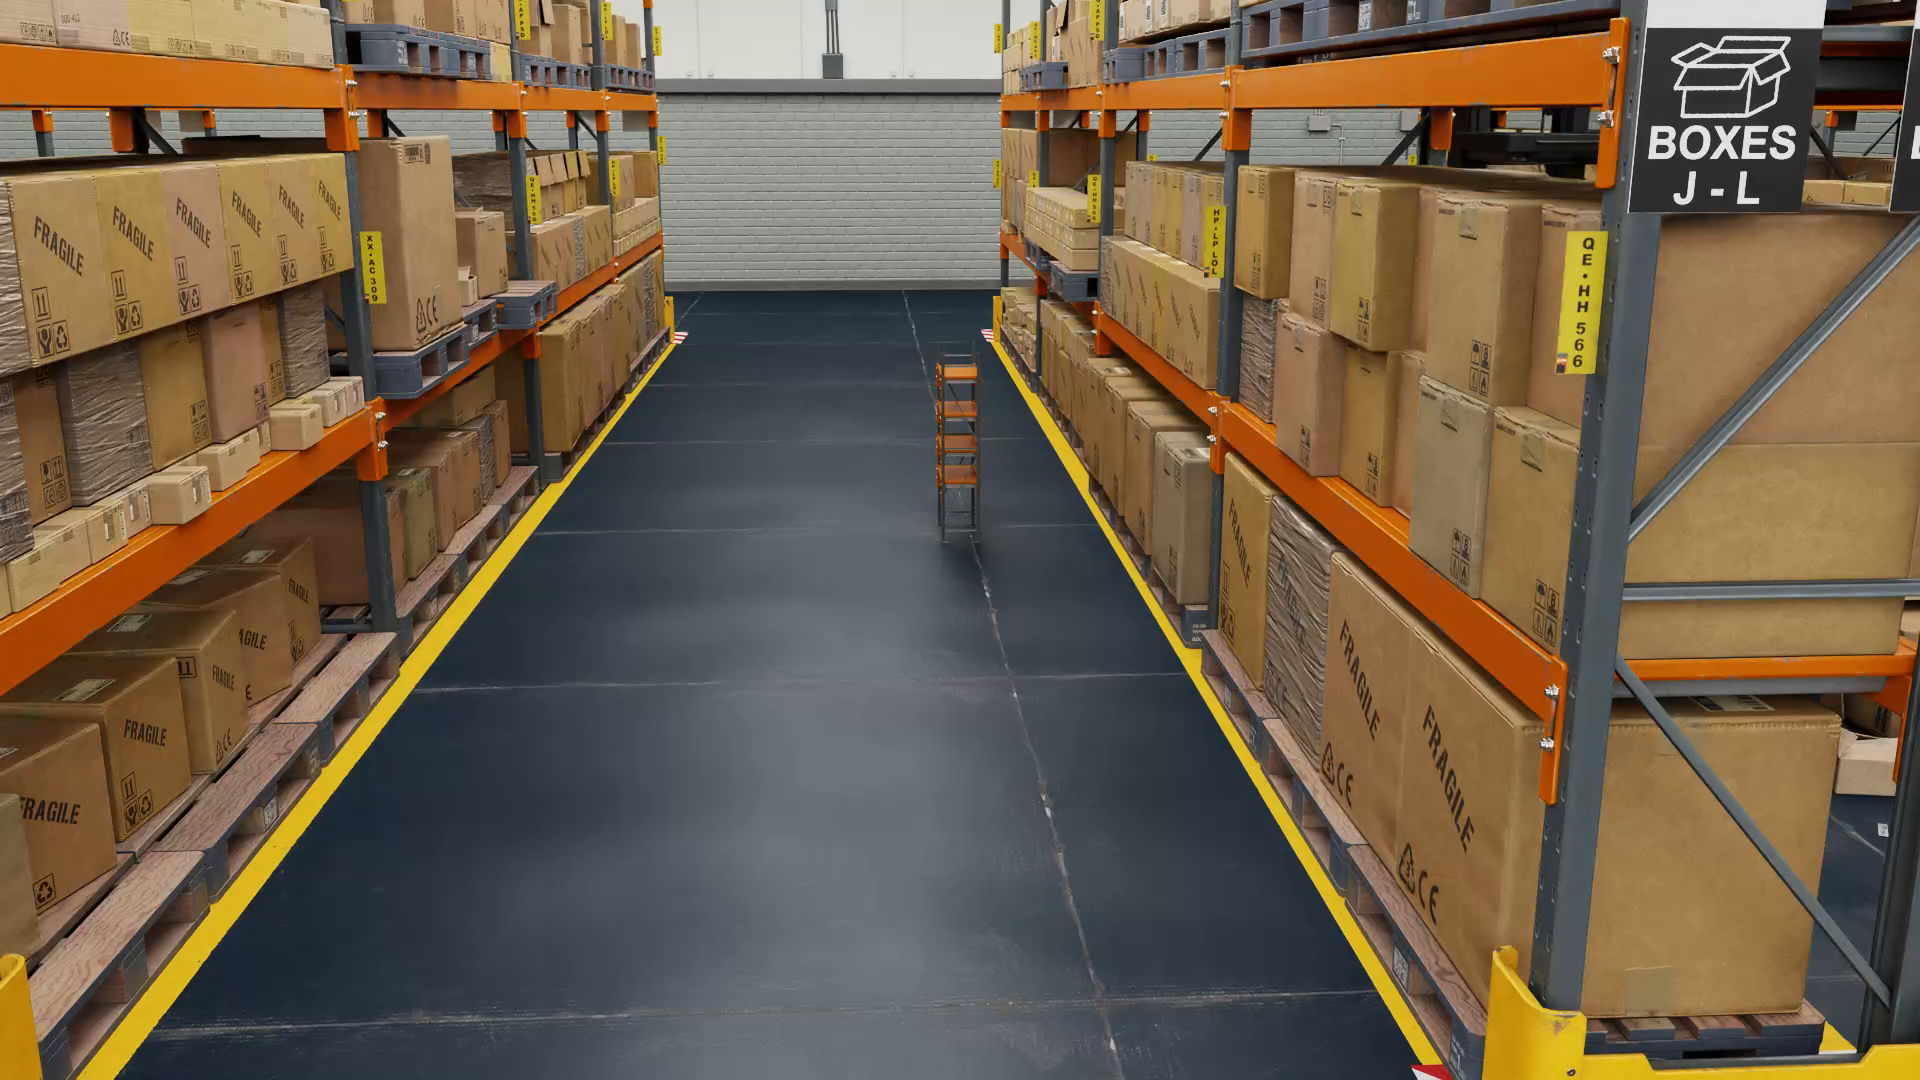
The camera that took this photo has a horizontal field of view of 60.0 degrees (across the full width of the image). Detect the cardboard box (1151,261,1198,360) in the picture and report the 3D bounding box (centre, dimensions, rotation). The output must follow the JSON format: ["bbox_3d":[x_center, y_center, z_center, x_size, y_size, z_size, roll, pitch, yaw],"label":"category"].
[{"bbox_3d":[1.364,-1.293,9.332,0.500,0.500,0.500,-1,14,-3],"label":"cardboard box"}]

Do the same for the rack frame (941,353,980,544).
[{"bbox_3d":[0.005,-0.562,10.301,0.240,1.200,0.015,-1,14,-3],"label":"rack frame"}]

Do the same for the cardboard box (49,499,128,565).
[{"bbox_3d":[-2.805,-0.023,5.102,0.380,0.149,0.250,-1,14,-3],"label":"cardboard box"}]

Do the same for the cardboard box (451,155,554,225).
[{"bbox_3d":[-3.546,-2.690,12.746,0.797,0.503,0.637,-1,14,-2],"label":"cardboard box"}]

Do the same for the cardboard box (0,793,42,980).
[{"bbox_3d":[-3.005,1.030,4.677,0.500,0.500,0.500,2,15,7],"label":"cardboard box"}]

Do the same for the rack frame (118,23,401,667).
[{"bbox_3d":[-3.231,-0.816,7.679,1.000,3.000,0.127,-1,14,-3],"label":"rack frame"}]

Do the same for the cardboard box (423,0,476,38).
[{"bbox_3d":[-3.142,-3.189,9.677,0.500,0.500,0.500,-1,14,-2],"label":"cardboard box"}]

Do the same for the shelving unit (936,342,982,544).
[{"bbox_3d":[-0.010,-0.622,10.537,0.258,1.200,0.503,-1,14,-3],"label":"shelving unit"}]

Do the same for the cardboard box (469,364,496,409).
[{"bbox_3d":[-3.408,-1.011,11.063,0.500,0.250,0.500,0,14,-1],"label":"cardboard box"}]

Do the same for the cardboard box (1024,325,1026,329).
[{"bbox_3d":[0.880,-2.225,17.436,0.380,0.149,0.250,-2,15,-6],"label":"cardboard box"}]

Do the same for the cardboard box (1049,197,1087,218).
[{"bbox_3d":[0.912,-2.669,13.347,0.380,0.149,0.250,0,14,-1],"label":"cardboard box"}]

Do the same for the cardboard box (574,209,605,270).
[{"bbox_3d":[-3.401,-2.619,14.485,0.500,0.500,0.500,0,14,-2],"label":"cardboard box"}]

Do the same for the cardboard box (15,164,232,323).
[{"bbox_3d":[-2.839,-1.012,5.637,0.500,0.500,0.500,-1,14,-3],"label":"cardboard box"}]

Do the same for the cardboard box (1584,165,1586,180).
[{"bbox_3d":[5.904,-3.378,15.427,0.500,0.500,0.500,-1,14,-3],"label":"cardboard box"}]

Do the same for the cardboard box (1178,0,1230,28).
[{"bbox_3d":[1.429,-2.803,8.640,0.500,0.250,0.500,-1,14,-4],"label":"cardboard box"}]

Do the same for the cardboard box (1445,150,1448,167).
[{"bbox_3d":[5.701,-4.234,18.756,0.500,0.500,0.500,-1,14,-5],"label":"cardboard box"}]

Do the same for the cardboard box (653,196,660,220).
[{"bbox_3d":[-3.680,-3.756,18.808,0.500,0.250,0.500,-1,14,-4],"label":"cardboard box"}]

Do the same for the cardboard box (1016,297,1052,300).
[{"bbox_3d":[0.806,-2.567,18.167,0.380,0.149,0.250,0,14,-1],"label":"cardboard box"}]

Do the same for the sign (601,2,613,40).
[{"bbox_3d":[-3.186,-4.672,14.977,0.100,0.325,0.005,-1,14,-3],"label":"sign"}]

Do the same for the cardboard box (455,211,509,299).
[{"bbox_3d":[-3.271,-1.792,10.428,0.700,0.500,0.500,1,14,5],"label":"cardboard box"}]

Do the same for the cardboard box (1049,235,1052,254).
[{"bbox_3d":[0.914,-2.379,13.414,0.380,0.149,0.250,0,14,-2],"label":"cardboard box"}]

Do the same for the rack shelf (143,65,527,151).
[{"bbox_3d":[-3.355,-2.418,9.328,1.077,0.370,4.000,-1,14,-3],"label":"rack shelf"}]

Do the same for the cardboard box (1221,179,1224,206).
[{"bbox_3d":[1.689,-1.524,8.222,0.700,0.500,0.500,-1,14,-4],"label":"cardboard box"}]

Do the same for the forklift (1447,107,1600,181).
[{"bbox_3d":[3.874,-1.658,11.089,1.130,2.935,3.031,-2,15,-8],"label":"forklift"}]

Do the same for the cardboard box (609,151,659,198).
[{"bbox_3d":[-3.682,-4.118,18.712,0.500,0.500,0.500,-1,14,-3],"label":"cardboard box"}]

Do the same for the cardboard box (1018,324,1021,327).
[{"bbox_3d":[0.833,-2.287,18.274,0.380,0.149,0.250,-1,14,-3],"label":"cardboard box"}]

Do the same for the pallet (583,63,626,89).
[{"bbox_3d":[-3.767,-4.419,15.841,1.003,0.211,1.213,-1,14,-3],"label":"pallet"}]

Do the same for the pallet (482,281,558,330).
[{"bbox_3d":[-3.329,-1.543,10.887,1.213,0.211,1.003,-1,14,-3],"label":"pallet"}]

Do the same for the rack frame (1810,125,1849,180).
[{"bbox_3d":[6.412,-1.964,12.140,1.000,3.000,0.127,-1,14,-3],"label":"rack frame"}]

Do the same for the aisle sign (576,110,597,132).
[{"bbox_3d":[-4.279,-5.073,19.006,0.394,0.787,0.004,-1,14,-3],"label":"aisle sign"}]

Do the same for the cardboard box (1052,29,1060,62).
[{"bbox_3d":[1.075,-4.248,14.334,0.500,0.311,0.500,-1,14,-4],"label":"cardboard box"}]

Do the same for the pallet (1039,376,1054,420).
[{"bbox_3d":[1.280,-1.313,15.207,1.003,0.211,1.213,-1,14,-3],"label":"pallet"}]

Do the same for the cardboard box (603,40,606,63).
[{"bbox_3d":[-3.864,-4.886,16.234,0.700,0.500,0.500,0,14,-1],"label":"cardboard box"}]

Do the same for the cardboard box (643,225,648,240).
[{"bbox_3d":[-3.543,-3.277,17.748,0.380,0.149,0.250,-1,14,-3],"label":"cardboard box"}]

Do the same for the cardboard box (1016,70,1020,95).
[{"bbox_3d":[0.849,-4.729,17.168,0.500,0.250,0.500,-1,14,-4],"label":"cardboard box"}]

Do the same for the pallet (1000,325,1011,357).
[{"bbox_3d":[1.002,-2.280,18.965,1.003,0.211,1.213,-1,14,-3],"label":"pallet"}]

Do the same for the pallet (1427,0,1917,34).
[{"bbox_3d":[1.917,-1.467,4.367,1.003,0.211,1.213,-1,14,-3],"label":"pallet"}]

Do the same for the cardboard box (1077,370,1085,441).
[{"bbox_3d":[1.176,-1.015,12.625,0.500,0.500,0.500,-1,14,-4],"label":"cardboard box"}]

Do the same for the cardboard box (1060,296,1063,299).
[{"bbox_3d":[1.322,-2.644,18.468,0.380,0.149,0.250,-1,15,-6],"label":"cardboard box"}]

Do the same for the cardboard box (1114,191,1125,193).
[{"bbox_3d":[1.498,-2.934,14.377,0.380,0.149,0.250,-1,14,-4],"label":"cardboard box"}]

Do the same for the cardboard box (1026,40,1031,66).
[{"bbox_3d":[0.927,-4.720,16.129,0.500,0.250,0.500,-1,15,-6],"label":"cardboard box"}]

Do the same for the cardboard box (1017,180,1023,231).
[{"bbox_3d":[0.857,-3.419,16.996,0.500,0.500,0.500,-1,14,-4],"label":"cardboard box"}]

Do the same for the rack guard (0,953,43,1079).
[{"bbox_3d":[-2.988,1.370,4.198,1.175,0.500,0.348,-1,14,-3],"label":"rack guard"}]

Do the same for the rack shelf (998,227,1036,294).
[{"bbox_3d":[1.106,-3.006,17.635,1.077,0.370,4.000,-1,14,-3],"label":"rack shelf"}]

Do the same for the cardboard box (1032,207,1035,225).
[{"bbox_3d":[0.830,-2.849,14.646,0.380,0.149,0.250,-1,14,-2],"label":"cardboard box"}]

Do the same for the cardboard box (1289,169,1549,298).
[{"bbox_3d":[1.864,-1.236,6.843,0.875,0.550,0.550,-1,14,-3],"label":"cardboard box"}]

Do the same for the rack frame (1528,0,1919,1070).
[{"bbox_3d":[1.970,0.127,4.013,0.949,2.616,0.053,-1,14,-3],"label":"rack frame"}]

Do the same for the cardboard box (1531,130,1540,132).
[{"bbox_3d":[5.914,-4.007,16.570,0.380,0.149,0.250,-1,14,-3],"label":"cardboard box"}]

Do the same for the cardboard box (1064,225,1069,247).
[{"bbox_3d":[0.974,-2.271,12.396,0.380,0.149,0.250,0,14,-1],"label":"cardboard box"}]

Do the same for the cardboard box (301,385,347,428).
[{"bbox_3d":[-2.918,-0.583,7.278,0.380,0.149,0.250,-1,14,-3],"label":"cardboard box"}]

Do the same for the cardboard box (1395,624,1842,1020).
[{"bbox_3d":[1.865,0.785,4.877,0.875,0.875,0.875,-1,14,-3],"label":"cardboard box"}]

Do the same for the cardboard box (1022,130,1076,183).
[{"bbox_3d":[0.893,-3.775,16.375,0.500,0.500,0.500,-1,14,-5],"label":"cardboard box"}]

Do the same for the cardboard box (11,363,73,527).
[{"bbox_3d":[-3.141,-0.274,4.773,0.875,0.500,0.500,-1,14,-3],"label":"cardboard box"}]

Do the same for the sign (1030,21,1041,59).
[{"bbox_3d":[0.689,-4.550,15.134,0.100,0.325,0.005,-1,14,-3],"label":"sign"}]
